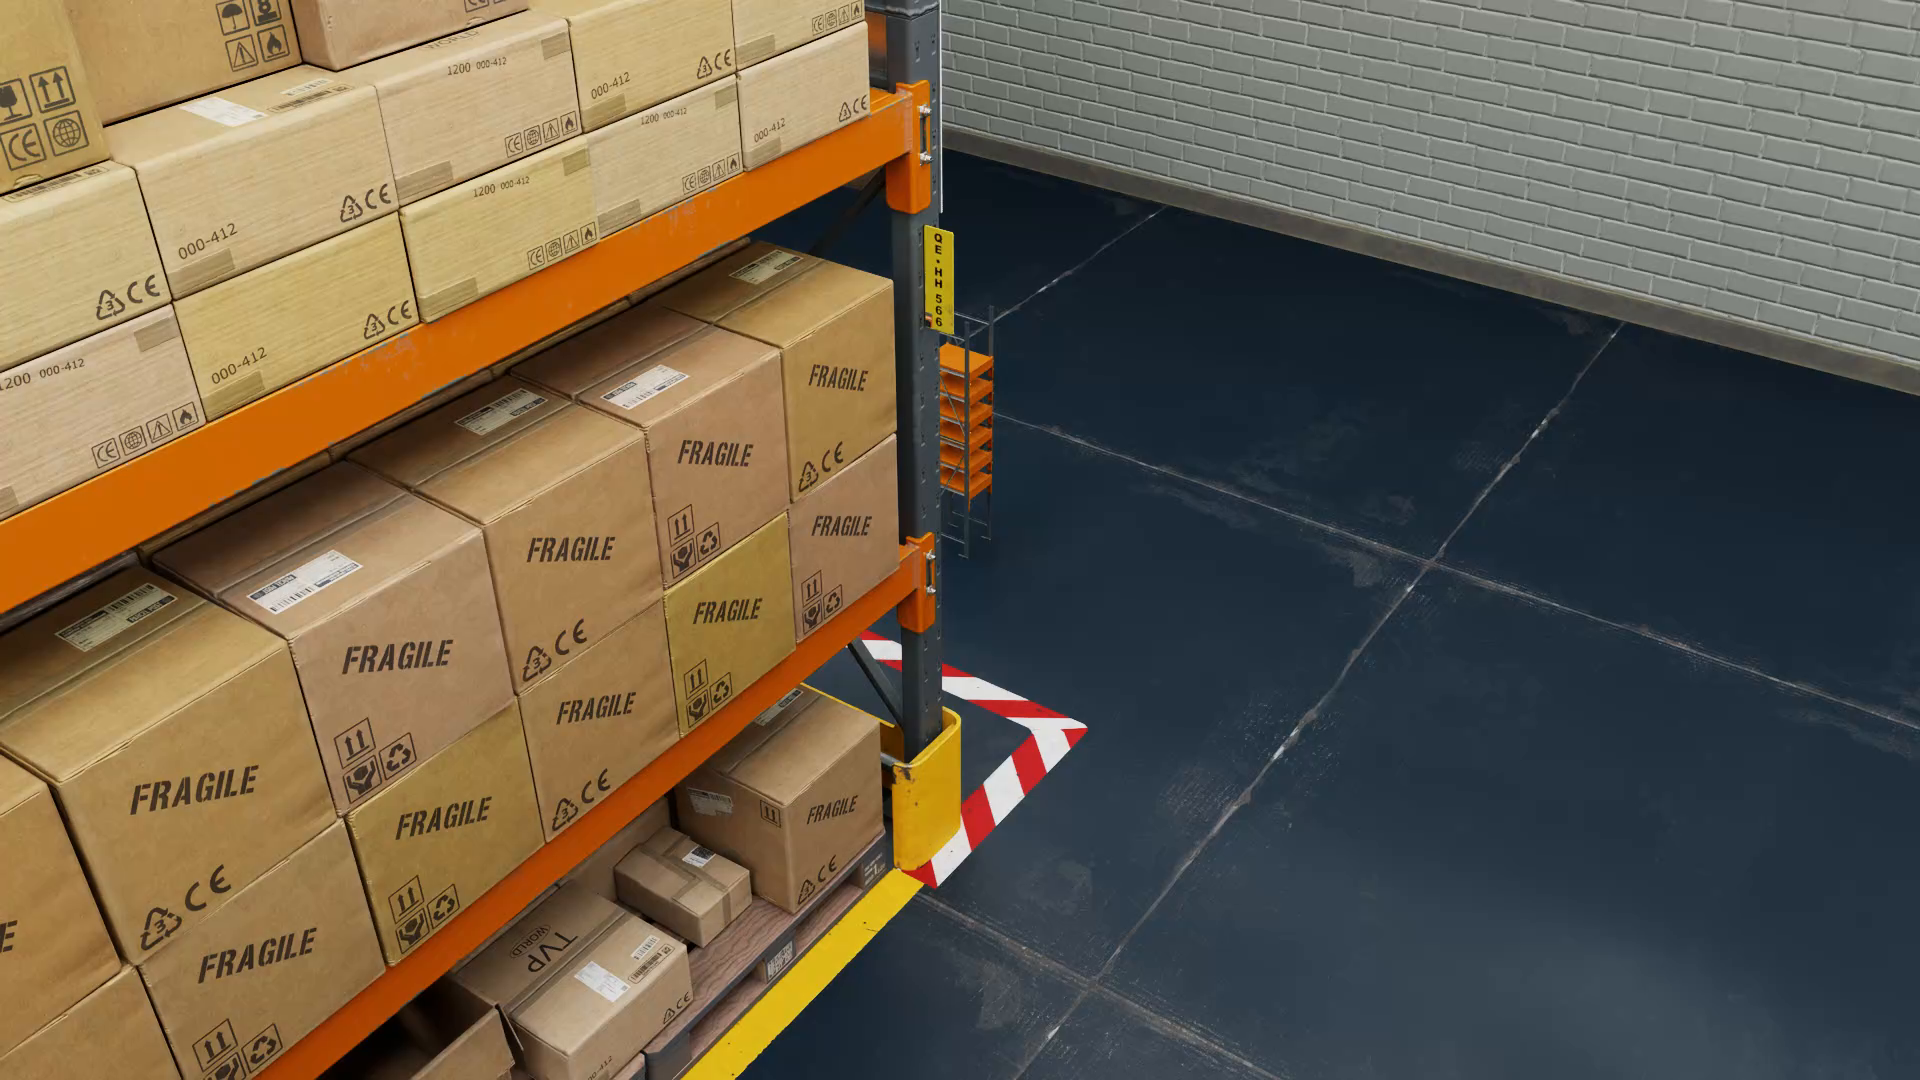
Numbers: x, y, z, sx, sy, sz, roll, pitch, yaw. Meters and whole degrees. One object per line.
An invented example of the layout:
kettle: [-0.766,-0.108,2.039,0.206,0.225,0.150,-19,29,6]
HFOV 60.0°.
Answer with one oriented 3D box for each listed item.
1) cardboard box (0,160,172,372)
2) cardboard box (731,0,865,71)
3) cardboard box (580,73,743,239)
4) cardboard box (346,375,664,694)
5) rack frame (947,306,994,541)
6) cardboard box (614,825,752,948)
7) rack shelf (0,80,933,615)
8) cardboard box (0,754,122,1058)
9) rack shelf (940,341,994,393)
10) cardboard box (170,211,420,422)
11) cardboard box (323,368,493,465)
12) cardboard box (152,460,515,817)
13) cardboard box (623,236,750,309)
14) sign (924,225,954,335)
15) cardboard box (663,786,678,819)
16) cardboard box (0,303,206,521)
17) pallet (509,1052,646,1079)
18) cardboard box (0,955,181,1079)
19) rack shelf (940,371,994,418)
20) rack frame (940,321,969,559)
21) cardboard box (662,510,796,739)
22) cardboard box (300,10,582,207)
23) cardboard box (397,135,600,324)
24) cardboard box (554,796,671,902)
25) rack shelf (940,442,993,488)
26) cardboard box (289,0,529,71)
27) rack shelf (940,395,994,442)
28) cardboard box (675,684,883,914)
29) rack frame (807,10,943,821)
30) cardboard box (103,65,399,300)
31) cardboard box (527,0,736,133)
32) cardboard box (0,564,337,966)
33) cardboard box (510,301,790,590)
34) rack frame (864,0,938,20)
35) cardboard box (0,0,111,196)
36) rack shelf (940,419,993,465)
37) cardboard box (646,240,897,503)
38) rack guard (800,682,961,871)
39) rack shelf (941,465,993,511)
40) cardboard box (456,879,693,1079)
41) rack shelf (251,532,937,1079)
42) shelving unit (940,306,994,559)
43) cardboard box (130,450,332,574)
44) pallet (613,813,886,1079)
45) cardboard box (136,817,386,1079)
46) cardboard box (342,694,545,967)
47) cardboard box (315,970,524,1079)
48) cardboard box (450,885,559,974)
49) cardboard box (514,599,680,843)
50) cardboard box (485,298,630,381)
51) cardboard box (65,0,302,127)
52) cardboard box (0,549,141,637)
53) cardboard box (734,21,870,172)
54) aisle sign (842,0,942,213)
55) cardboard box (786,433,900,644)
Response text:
cardboard box: [-1.727,-0.485,2.800,0.500,0.250,0.500,21,39,28]
cardboard box: [-0.589,-1.407,4.162,0.500,0.250,0.500,21,39,28]
cardboard box: [-0.876,-0.970,3.963,0.500,0.250,0.500,21,39,28]
cardboard box: [-1.113,-0.027,4.130,0.500,0.500,0.500,22,40,29]
rack frame: [0.044,-0.532,7.466,0.240,1.200,0.006,21,39,28]
cardboard box: [-0.918,1.141,5.522,0.380,0.166,0.250,21,39,28]
rack shelf: [-1.646,-0.361,3.571,1.077,0.370,4.000,21,39,28]
cardboard box: [-1.993,0.684,3.079,0.500,0.500,0.500,20,39,27]
rack shelf: [-0.008,-0.752,7.227,0.258,0.103,0.180,21,39,28]
cardboard box: [-1.449,-0.511,3.284,0.500,0.250,0.500,21,39,28]
cardboard box: [-1.556,-0.201,4.388,0.500,0.500,0.500,22,40,29]
cardboard box: [-1.406,0.209,3.781,0.500,0.500,0.500,23,40,30]
cardboard box: [-0.975,-0.673,5.085,0.500,0.500,0.500,23,40,30]
sign: [-0.061,-0.761,4.882,0.100,0.325,0.005,21,39,28]
cardboard box: [-1.169,0.852,5.948,0.380,0.166,0.250,21,39,28]
cardboard box: [-1.731,-0.280,2.942,0.500,0.250,0.500,21,39,28]
pallet: [-1.699,1.780,4.930,1.003,0.211,1.213,21,39,28]
cardboard box: [-1.983,1.078,3.389,0.500,0.500,0.500,22,40,29]
rack shelf: [-0.008,-0.652,7.294,0.258,0.103,0.180,21,39,28]
rack frame: [-0.060,-0.448,7.342,0.240,1.200,0.006,21,39,28]
cardboard box: [-0.830,0.155,4.755,0.500,0.500,0.500,22,40,29]
cardboard box: [-1.162,-0.948,3.483,0.500,0.250,0.500,21,39,28]
cardboard box: [-1.150,-0.736,3.617,0.500,0.250,0.500,21,39,28]
cardboard box: [-1.334,1.010,5.641,0.500,0.250,0.500,21,39,28]
rack shelf: [-0.008,-0.354,7.496,0.258,0.103,0.180,21,39,28]
cardboard box: [-1.337,-1.326,3.374,0.700,0.500,0.500,21,39,28]
rack shelf: [-0.008,-0.553,7.362,0.258,0.103,0.180,21,39,28]
cardboard box: [-0.613,0.845,5.661,0.500,0.500,0.500,21,39,28]
rack frame: [-0.506,-0.337,5.571,1.000,3.000,0.127,21,39,28]
cardboard box: [-1.442,-0.715,3.140,0.500,0.250,0.500,21,39,28]
cardboard box: [-0.874,-1.176,3.822,0.500,0.250,0.500,21,39,28]
cardboard box: [-1.699,0.447,3.429,0.500,0.500,0.500,20,39,27]
cardboard box: [-0.821,-0.267,4.486,0.500,0.500,0.500,22,40,29]
rack frame: [-0.506,-2.822,3.890,1.000,3.000,0.127,21,39,28]
cardboard box: [-1.859,-0.847,2.666,0.700,0.500,0.500,21,39,28]
rack shelf: [-0.008,-0.454,7.429,0.258,0.103,0.180,21,39,28]
cardboard box: [-0.534,-0.500,4.830,0.500,0.500,0.500,21,39,28]
rack guard: [-0.549,0.733,6.219,1.175,0.500,0.348,21,39,28]
rack shelf: [-0.008,-0.255,7.563,0.258,0.103,0.180,21,39,28]
cardboard box: [-1.180,1.376,5.099,0.500,0.250,0.500,21,39,28]
rack shelf: [-1.646,0.881,4.411,1.077,0.370,4.000,21,39,28]
shelving unit: [-0.008,-0.490,7.404,0.258,1.200,0.189,21,39,28]
cardboard box: [-1.845,0.033,4.041,0.500,0.500,0.500,21,39,28]
pallet: [-1.003,1.220,5.757,1.003,0.211,1.213,21,39,28]
cardboard box: [-1.695,0.849,3.728,0.500,0.500,0.500,21,39,28]
cardboard box: [-1.407,0.614,4.075,0.500,0.500,0.500,21,39,28]
cardboard box: [-1.719,1.489,4.706,0.797,0.503,0.637,21,39,28]
cardboard box: [-1.619,1.240,5.301,0.500,0.250,0.500,21,39,28]
cardboard box: [-1.119,0.382,4.418,0.500,0.500,0.500,22,40,29]
cardboard box: [-1.267,-0.430,4.726,0.500,0.500,0.500,22,40,29]
cardboard box: [-1.699,-1.126,3.078,0.700,0.500,0.500,21,39,28]
cardboard box: [-2.133,0.264,3.700,0.500,0.500,0.500,22,40,29]
cardboard box: [-0.582,-1.197,4.298,0.500,0.250,0.500,21,39,28]
aisle sign: [-0.215,-1.347,4.744,0.394,0.787,0.004,21,39,28]
cardboard box: [-0.537,-0.085,5.109,0.500,0.500,0.500,23,40,30]
